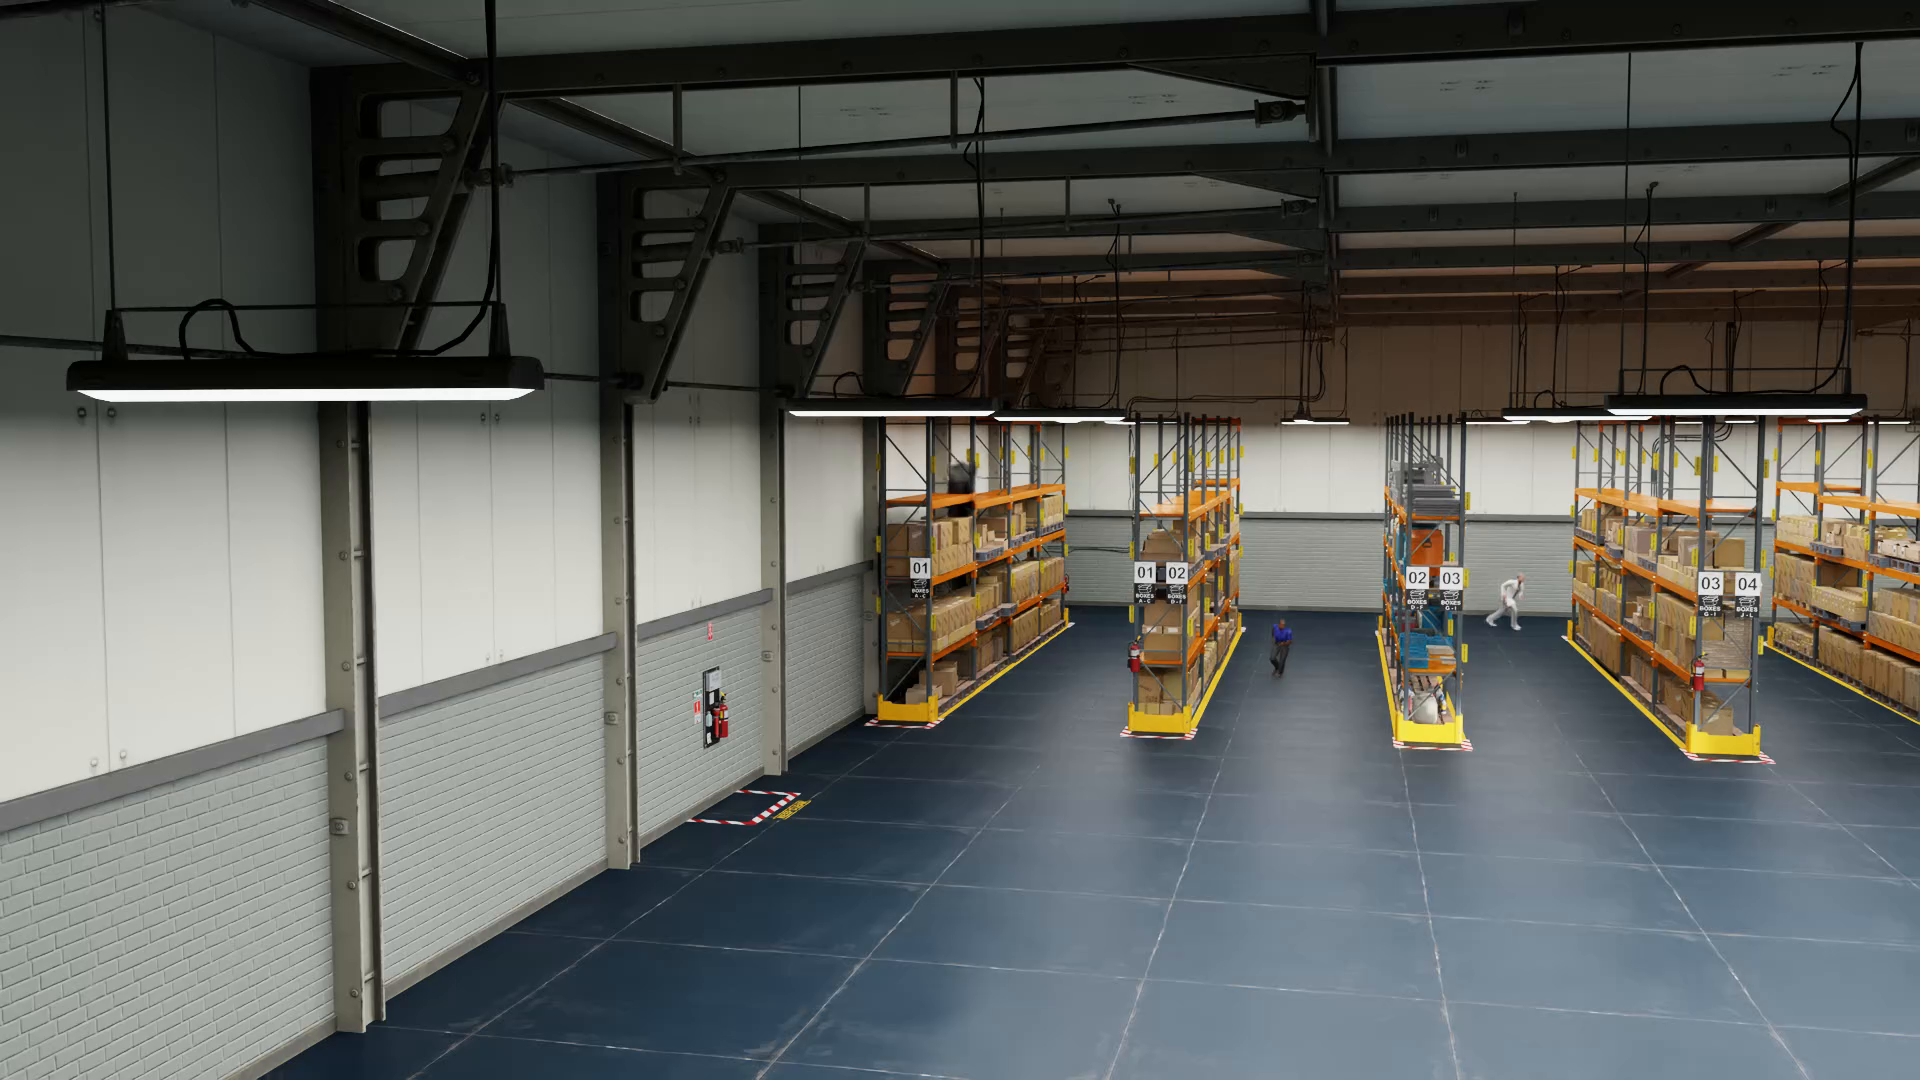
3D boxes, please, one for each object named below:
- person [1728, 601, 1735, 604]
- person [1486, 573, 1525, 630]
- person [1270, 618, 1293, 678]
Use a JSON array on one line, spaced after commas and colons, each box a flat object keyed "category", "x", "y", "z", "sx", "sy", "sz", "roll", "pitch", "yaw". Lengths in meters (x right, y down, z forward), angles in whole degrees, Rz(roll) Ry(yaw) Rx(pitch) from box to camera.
[{"category": "person", "x": 21.074, "y": 1.818, "z": 45.154, "sx": 0.711, "sy": 1.836, "sz": 0.702, "roll": -3, "pitch": 5, "yaw": -42}, {"category": "person", "x": 15.529, "y": 1.804, "z": 47.336, "sx": 0.707, "sy": 1.452, "sz": 1.118, "roll": -4, "pitch": 5, "yaw": -44}, {"category": "person", "x": 7.275, "y": 2.453, "z": 37.723, "sx": 0.605, "sy": 1.424, "sz": 0.945, "roll": 2, "pitch": 4, "yaw": 24}]
